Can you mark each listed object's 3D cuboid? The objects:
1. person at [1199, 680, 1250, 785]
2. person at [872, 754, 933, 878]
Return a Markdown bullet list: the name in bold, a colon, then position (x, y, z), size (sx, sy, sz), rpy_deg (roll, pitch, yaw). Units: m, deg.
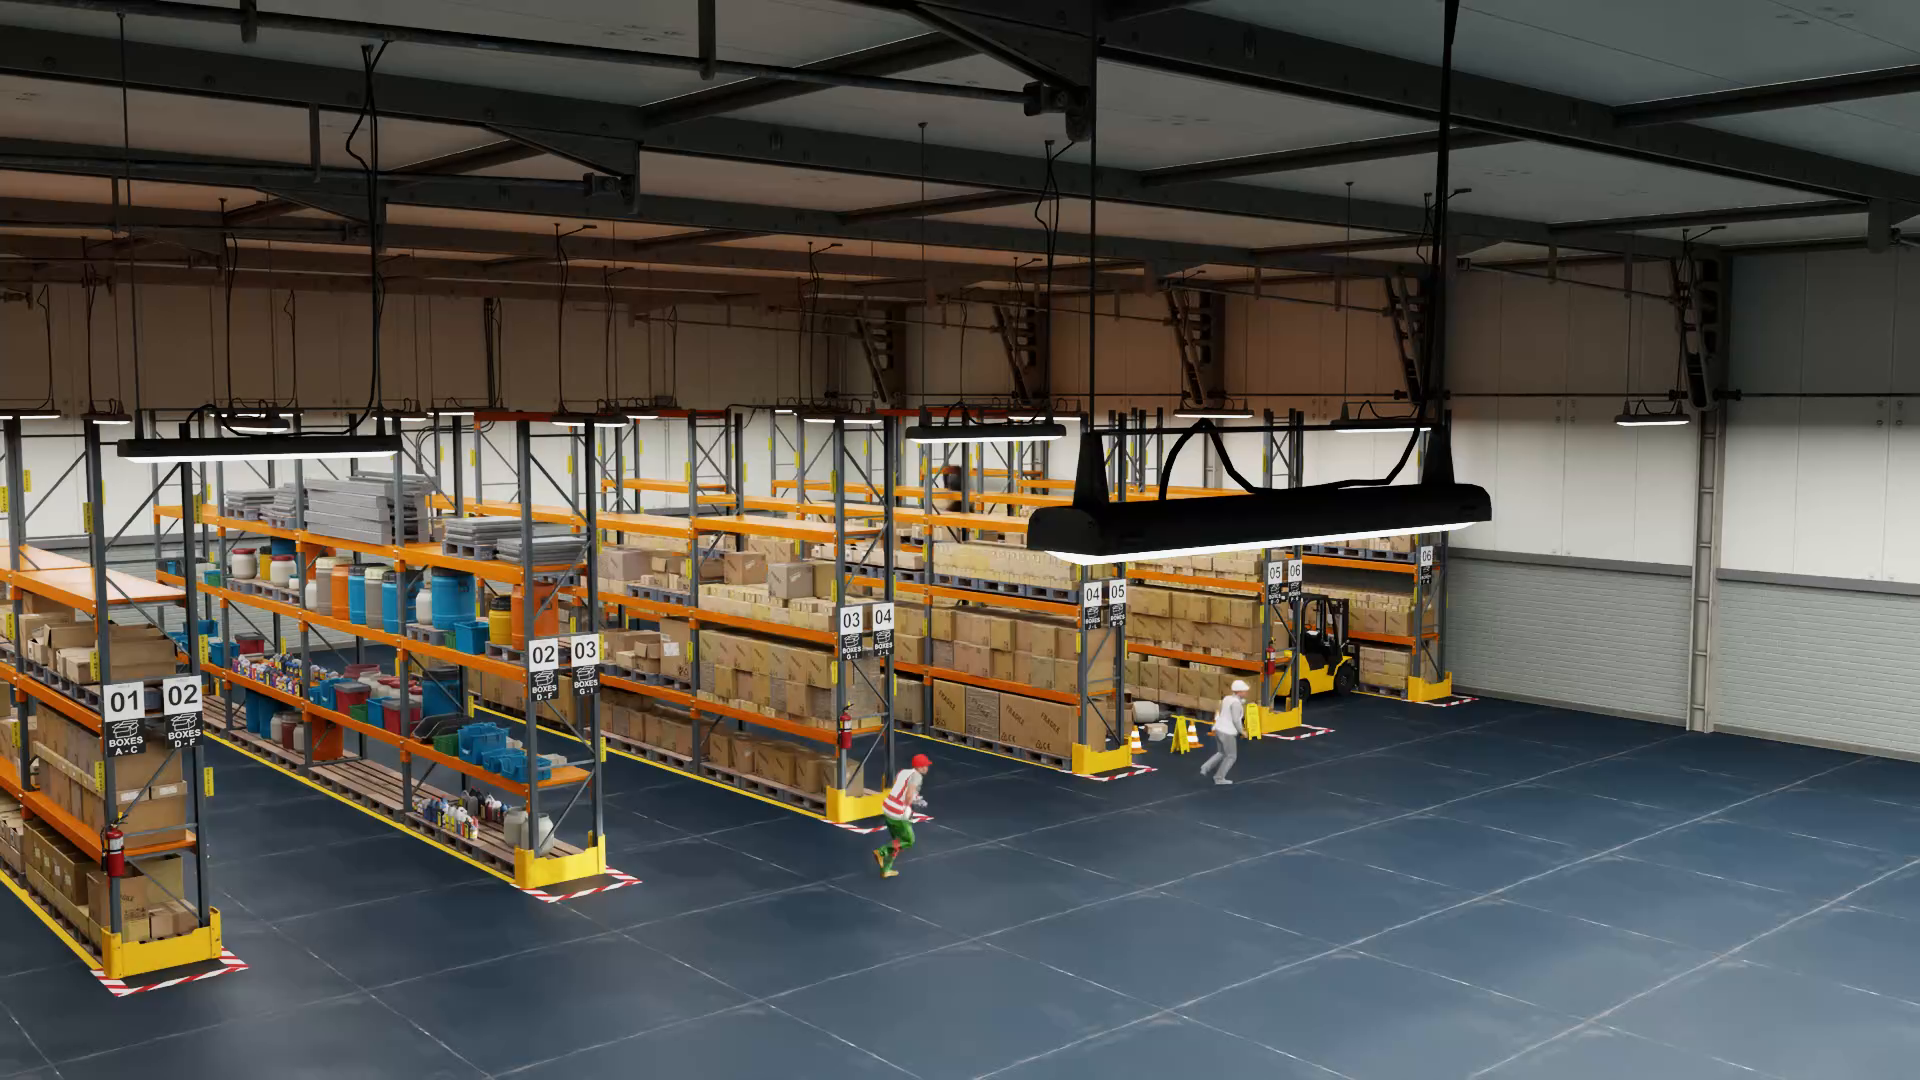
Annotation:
- **person**: position (4.291, 3.118, 26.937), size (0.767, 1.704, 0.630), rpy_deg (-1, 5, -11)
- **person**: position (-0.738, 3.629, 21.821), size (0.862, 1.589, 0.696), rpy_deg (-2, 6, -26)
